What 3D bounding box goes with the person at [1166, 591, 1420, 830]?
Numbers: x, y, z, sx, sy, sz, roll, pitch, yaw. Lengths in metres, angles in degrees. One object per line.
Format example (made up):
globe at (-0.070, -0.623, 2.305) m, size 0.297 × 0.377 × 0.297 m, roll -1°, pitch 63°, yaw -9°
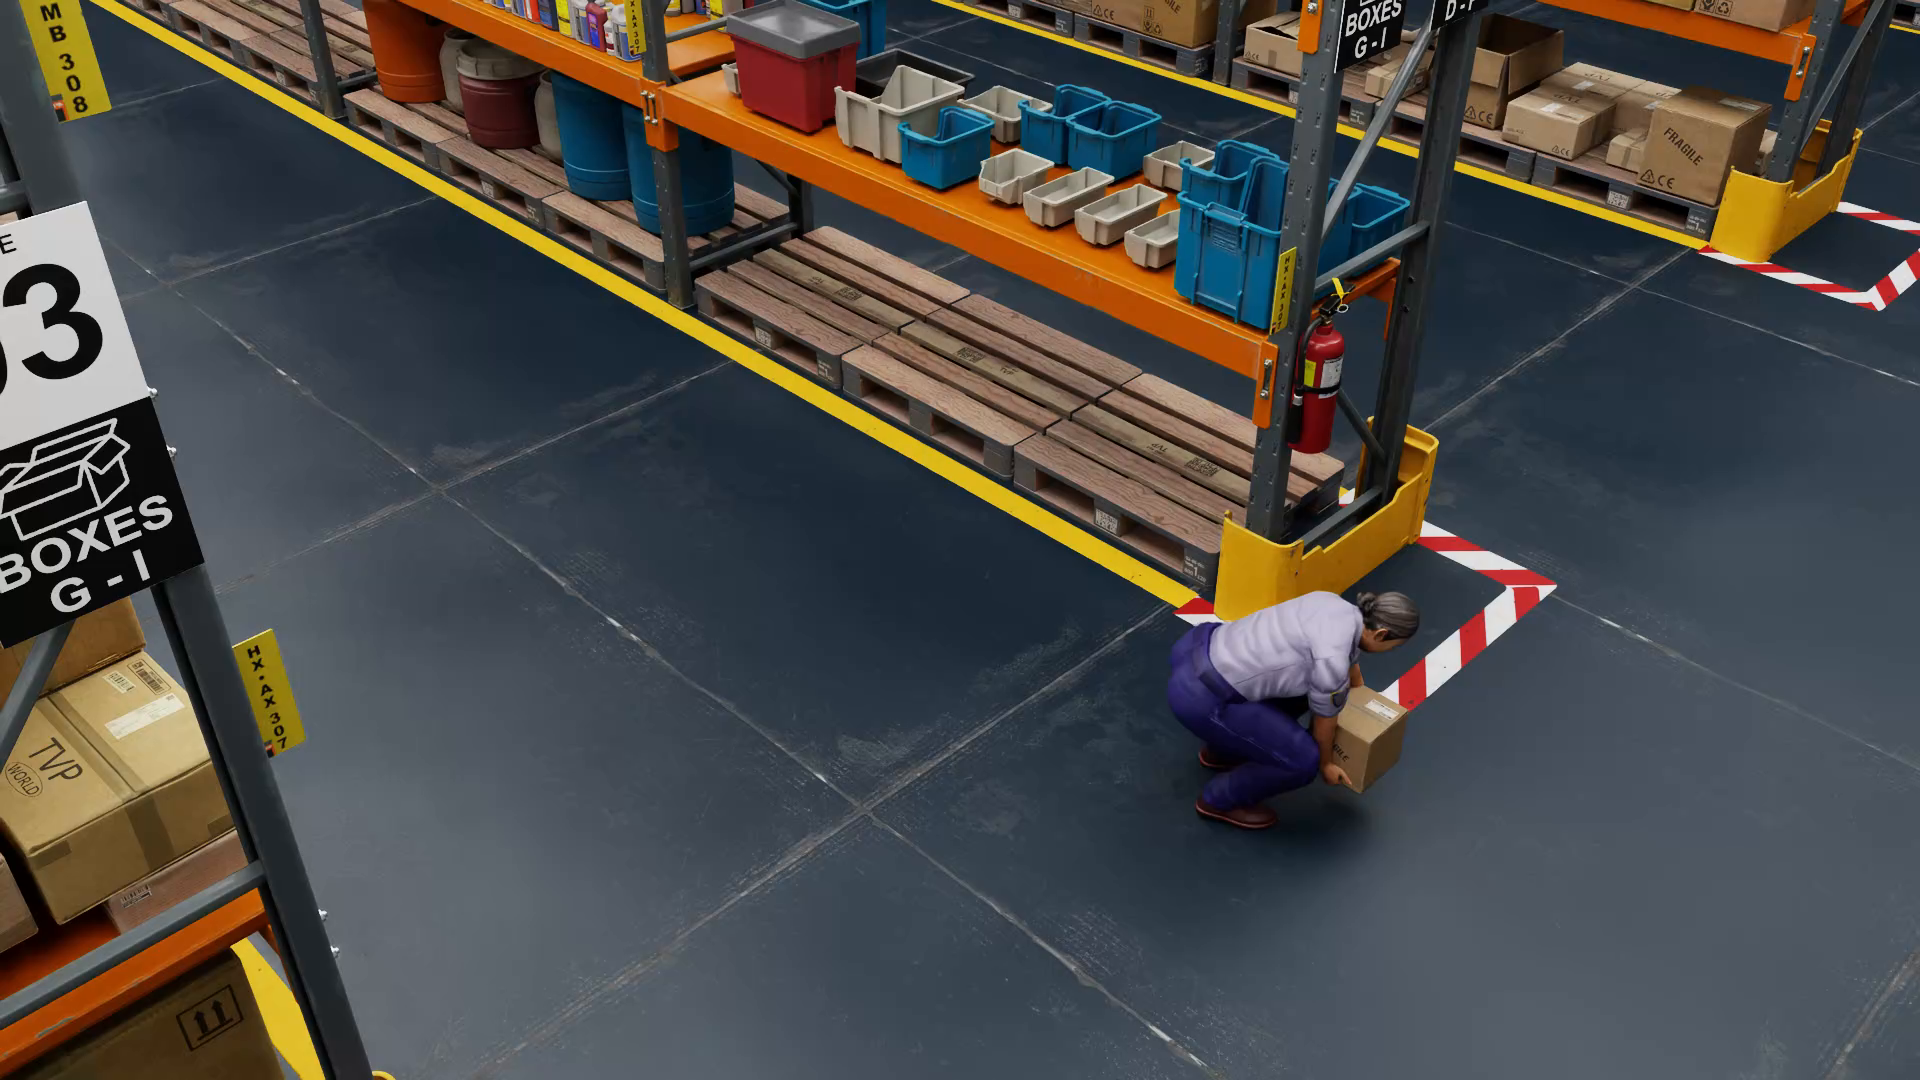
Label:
person at (1.165, 0.571, 5.977) m, size 0.847 × 0.944 × 0.514 m, roll 5°, pitch 36°, yaw 7°
